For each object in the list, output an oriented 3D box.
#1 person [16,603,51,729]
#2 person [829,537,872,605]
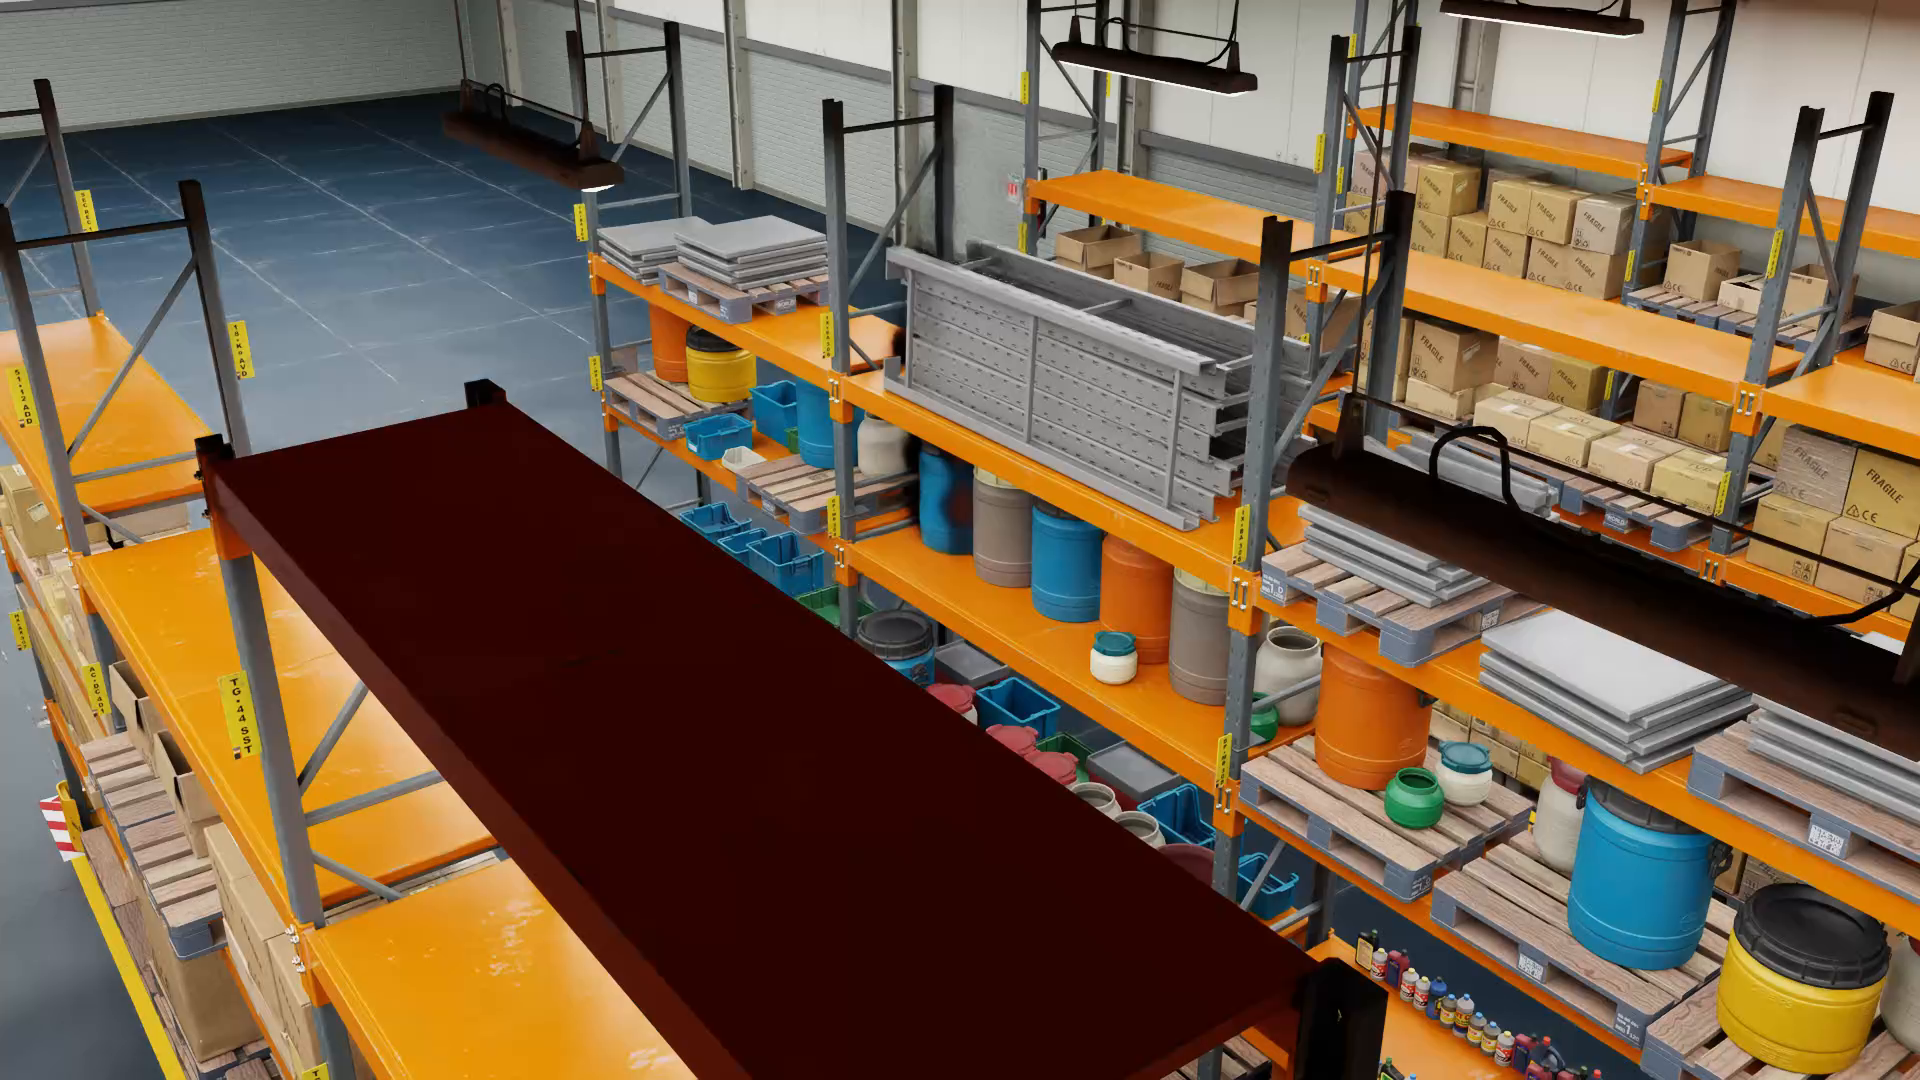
[{"bbox_3d":[-8.078,0.975,14.913,0.823,1.691,0.558,2,25,4],"label":"person"},{"bbox_3d":[-1.055,0.282,16.338,0.514,1.639,0.666,-22,32,-39],"label":"person"}]
